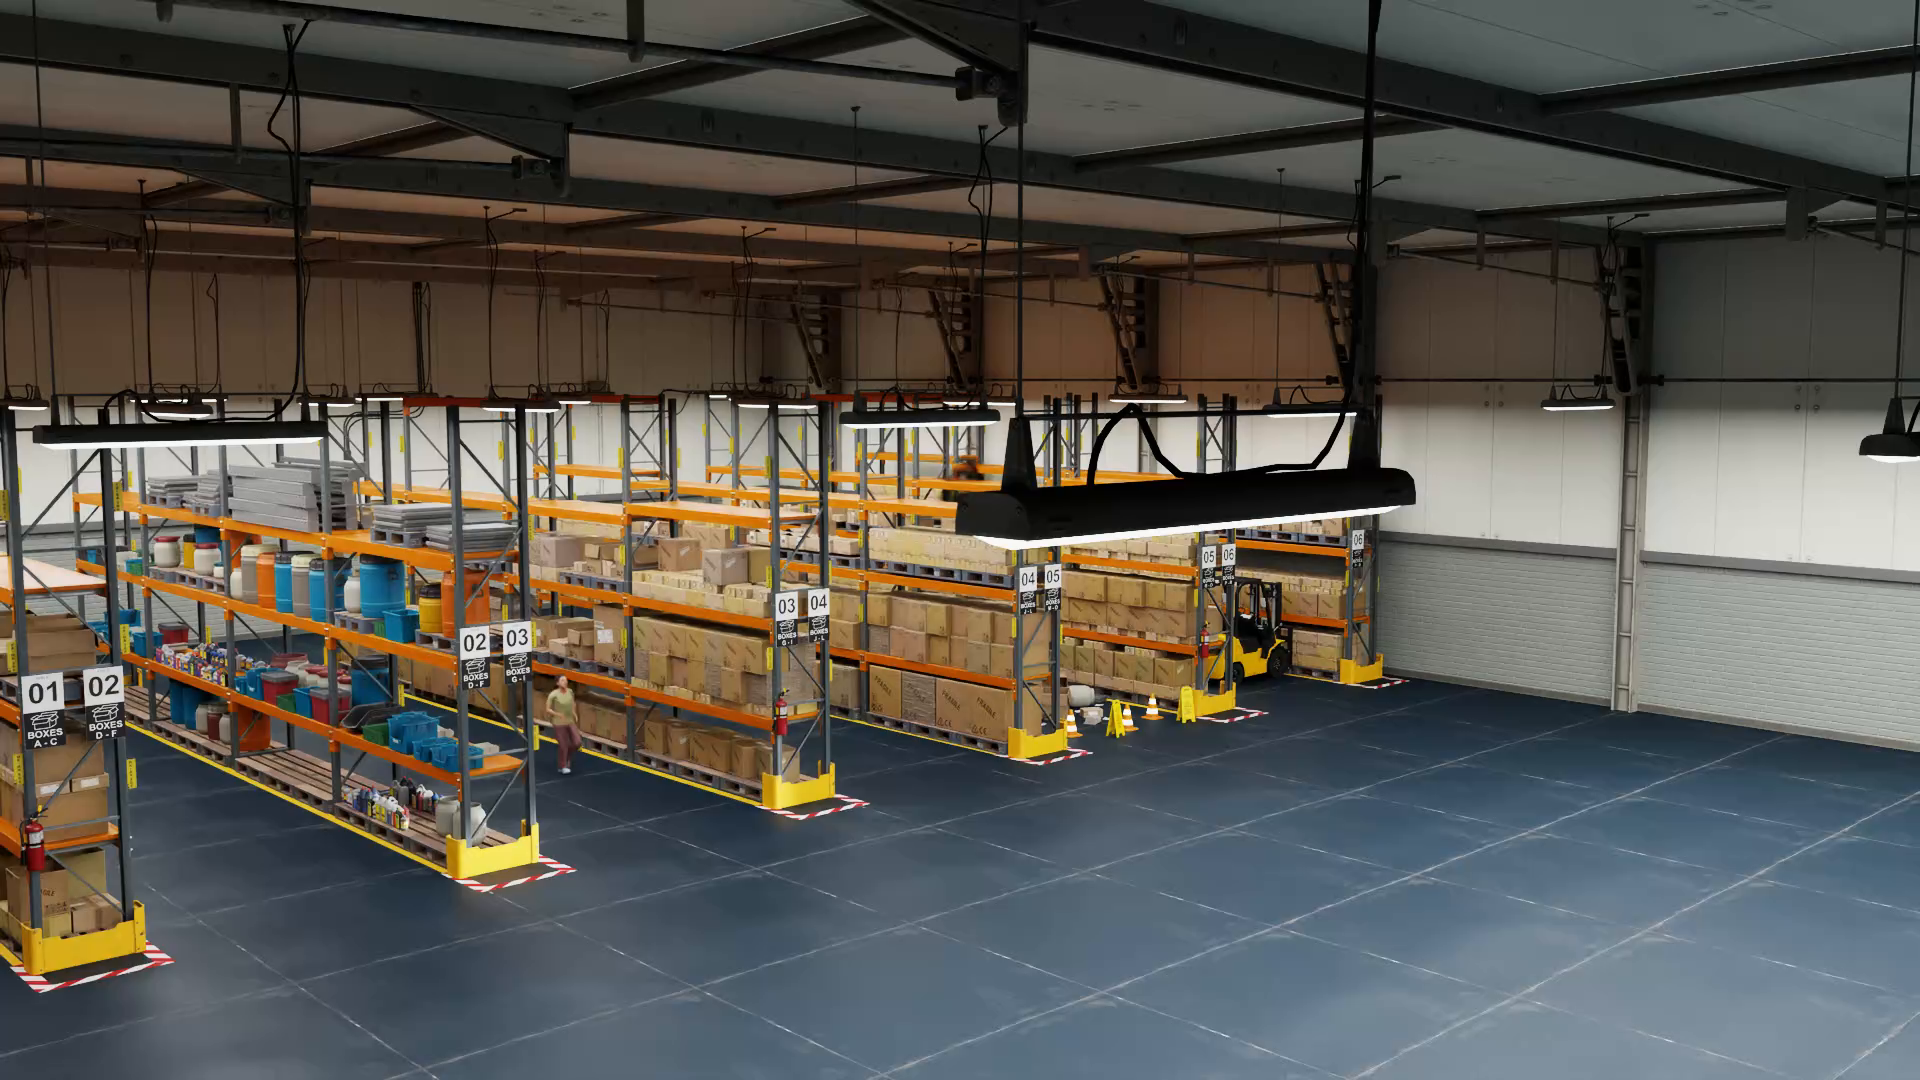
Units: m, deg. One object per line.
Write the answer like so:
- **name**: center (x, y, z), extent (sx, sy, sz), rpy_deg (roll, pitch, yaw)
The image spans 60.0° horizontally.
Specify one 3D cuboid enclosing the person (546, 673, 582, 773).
- **person**: center (-6.327, 2.940, 26.623), extent (0.556, 1.626, 0.520), rpy_deg (-5, 8, -43)
